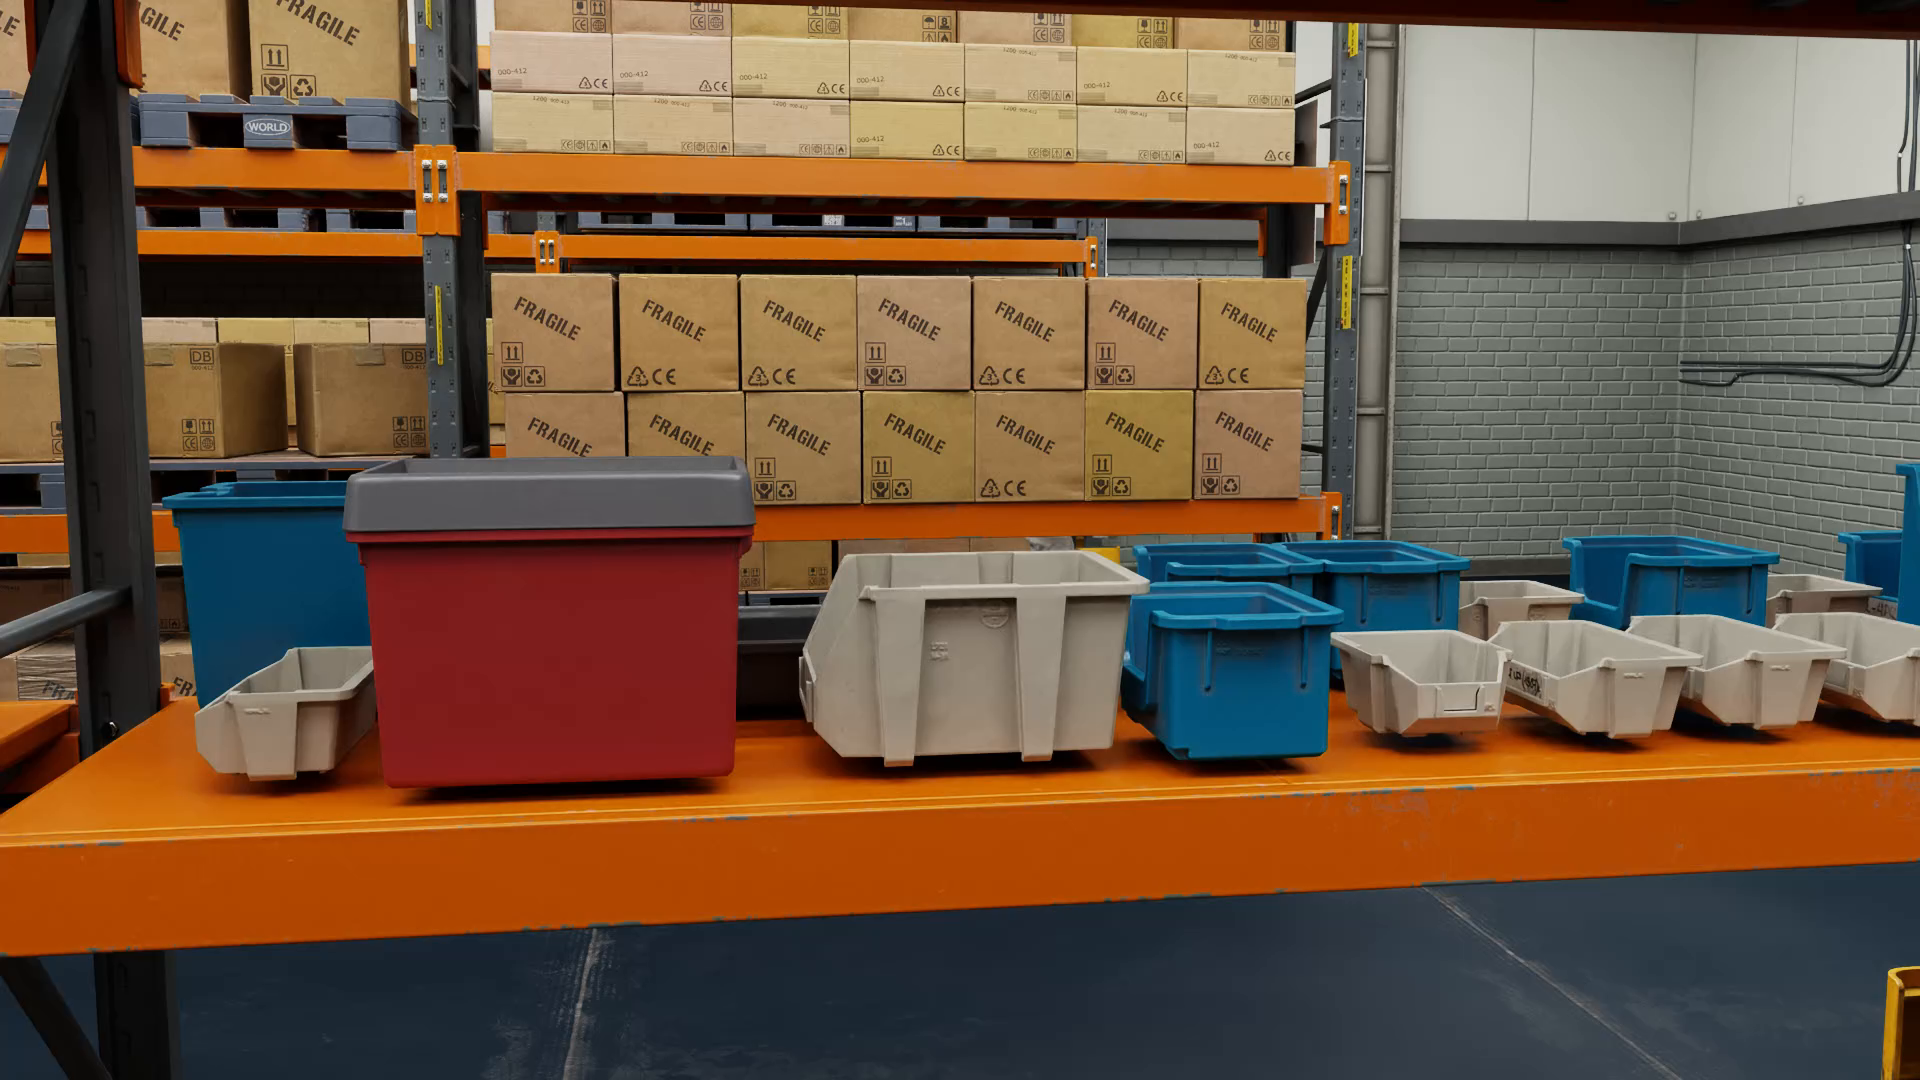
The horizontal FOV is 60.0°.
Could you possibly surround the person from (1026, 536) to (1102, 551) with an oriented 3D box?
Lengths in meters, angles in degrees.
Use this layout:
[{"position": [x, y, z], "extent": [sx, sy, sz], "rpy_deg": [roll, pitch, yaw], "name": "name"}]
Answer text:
[{"position": [0.656, -0.073, 10.271], "extent": [0.570, 1.783, 0.494], "rpy_deg": [-1, 6, -10], "name": "person"}]
